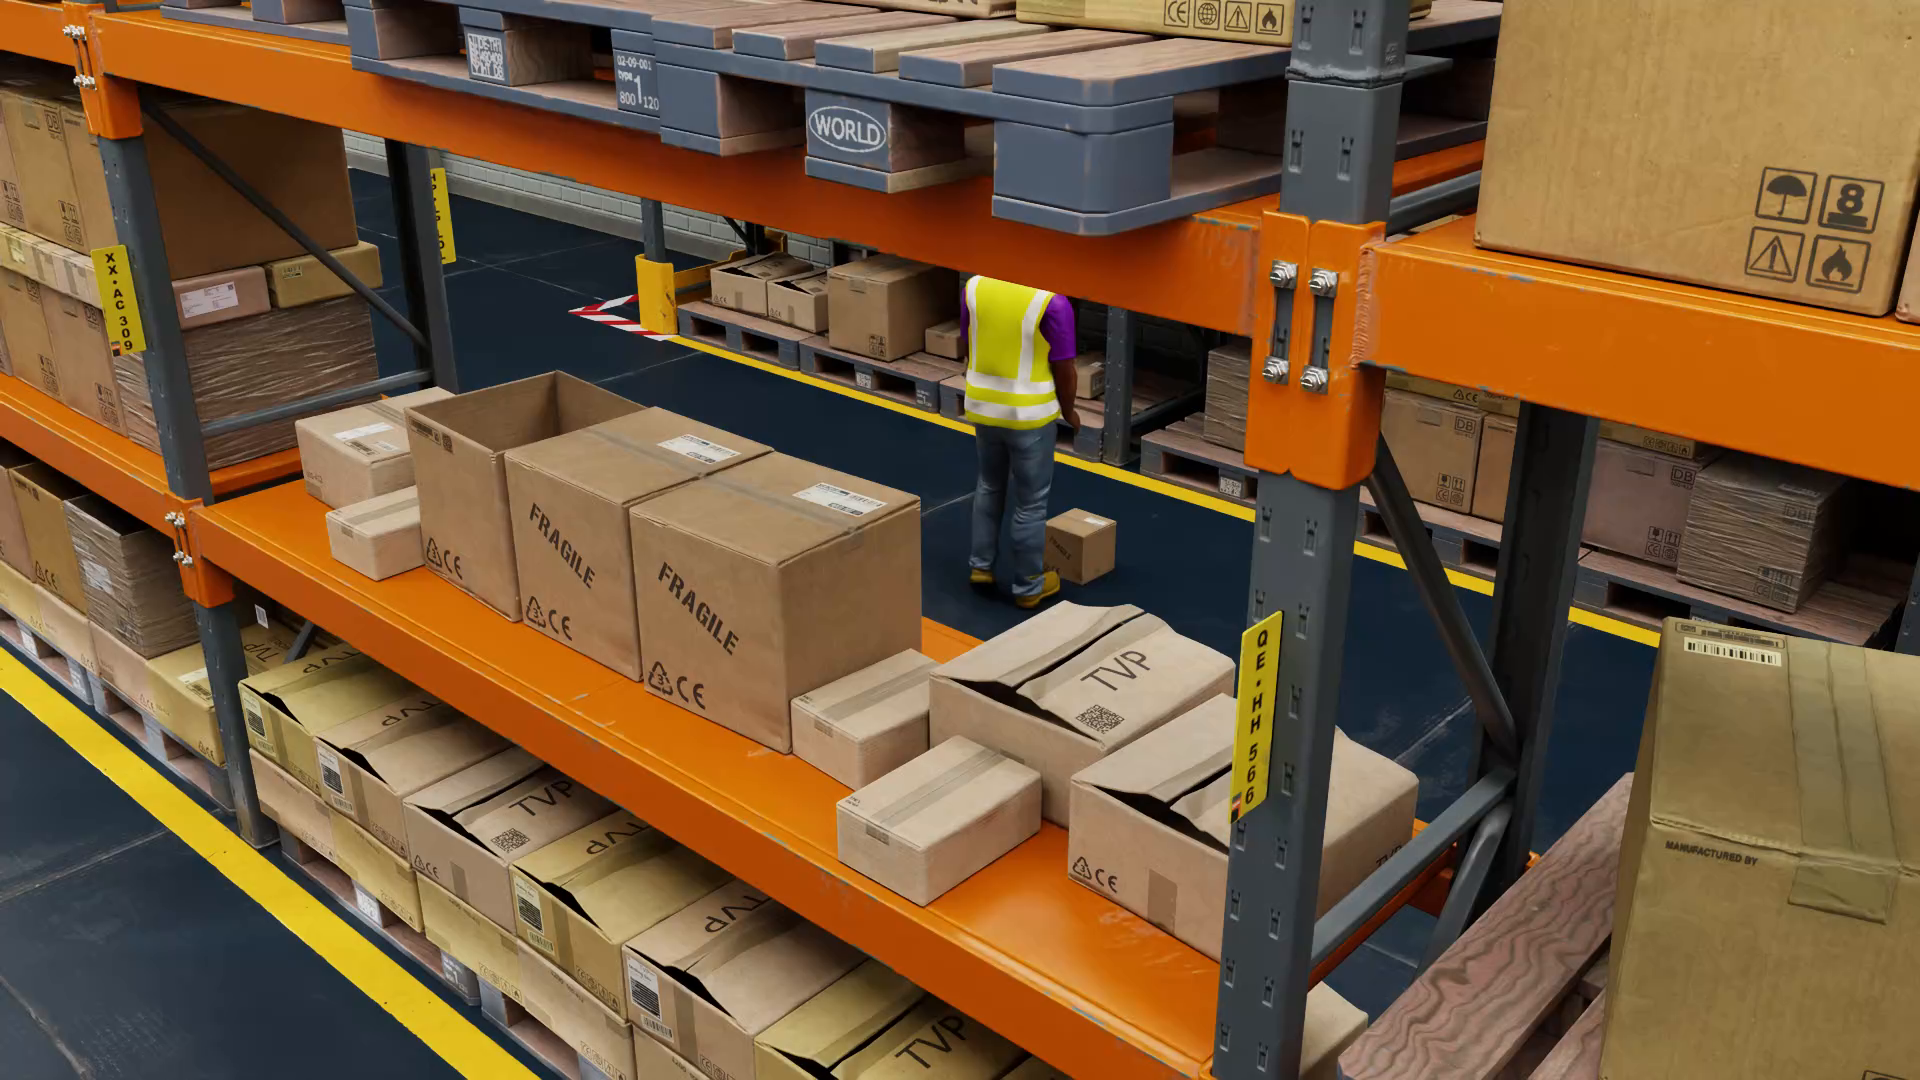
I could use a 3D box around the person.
[{"bbox_3d":[0.285,-0.555,7.339,0.588,1.773,0.567,15,28,31],"label":"person"}]
